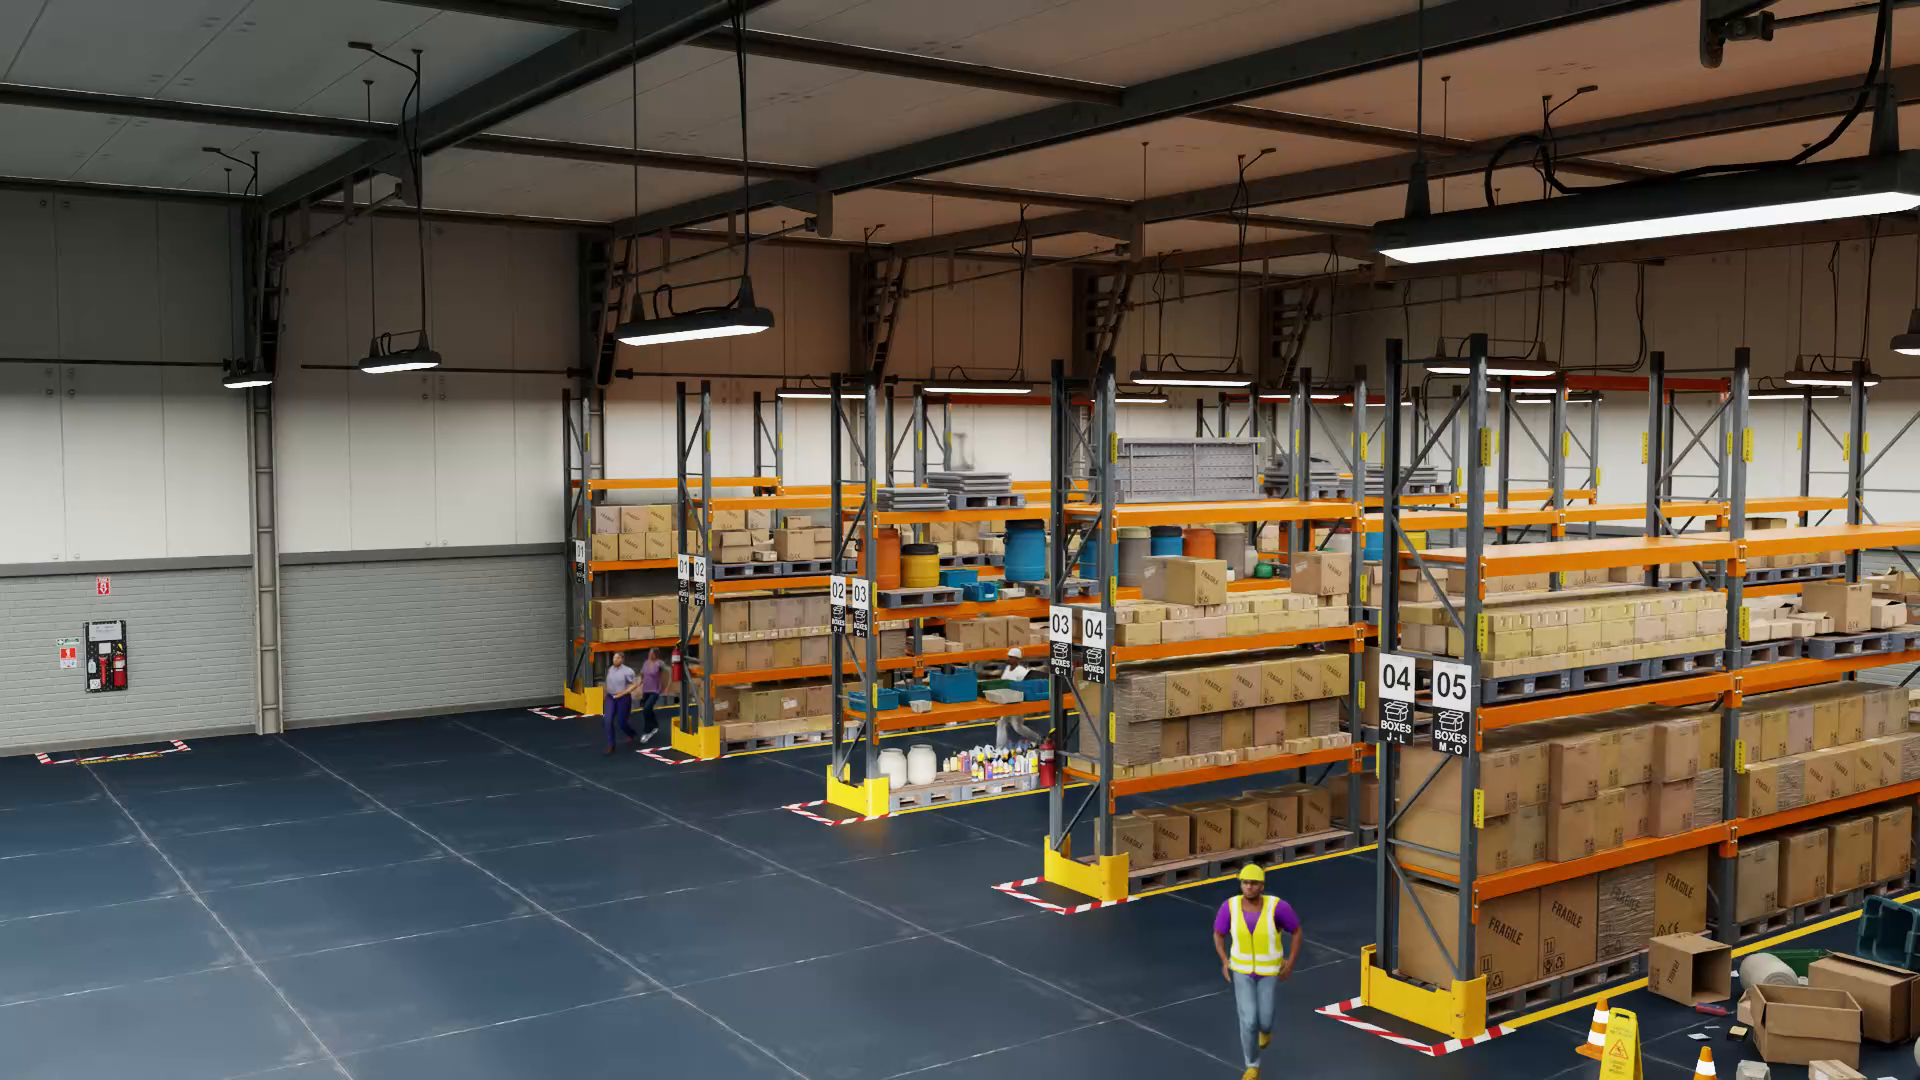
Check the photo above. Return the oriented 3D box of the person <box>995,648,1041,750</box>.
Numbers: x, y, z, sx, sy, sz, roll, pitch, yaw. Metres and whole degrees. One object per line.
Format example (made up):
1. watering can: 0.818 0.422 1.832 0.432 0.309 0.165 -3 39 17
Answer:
1. person: 0.844 2.581 26.333 0.972 1.747 0.710 -3 4 -35

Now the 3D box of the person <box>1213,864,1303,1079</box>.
1. person: 2.386 3.441 13.368 0.709 1.734 0.668 1 4 16

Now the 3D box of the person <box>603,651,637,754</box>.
1. person: -5.520 2.610 26.990 0.619 1.613 0.835 1 4 17

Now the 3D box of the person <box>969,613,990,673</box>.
1. person: 0.418 2.217 33.061 0.588 1.647 0.615 -3 5 -41

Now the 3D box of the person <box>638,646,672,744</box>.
1. person: -5.132 2.581 27.908 0.605 1.624 0.645 2 4 30
